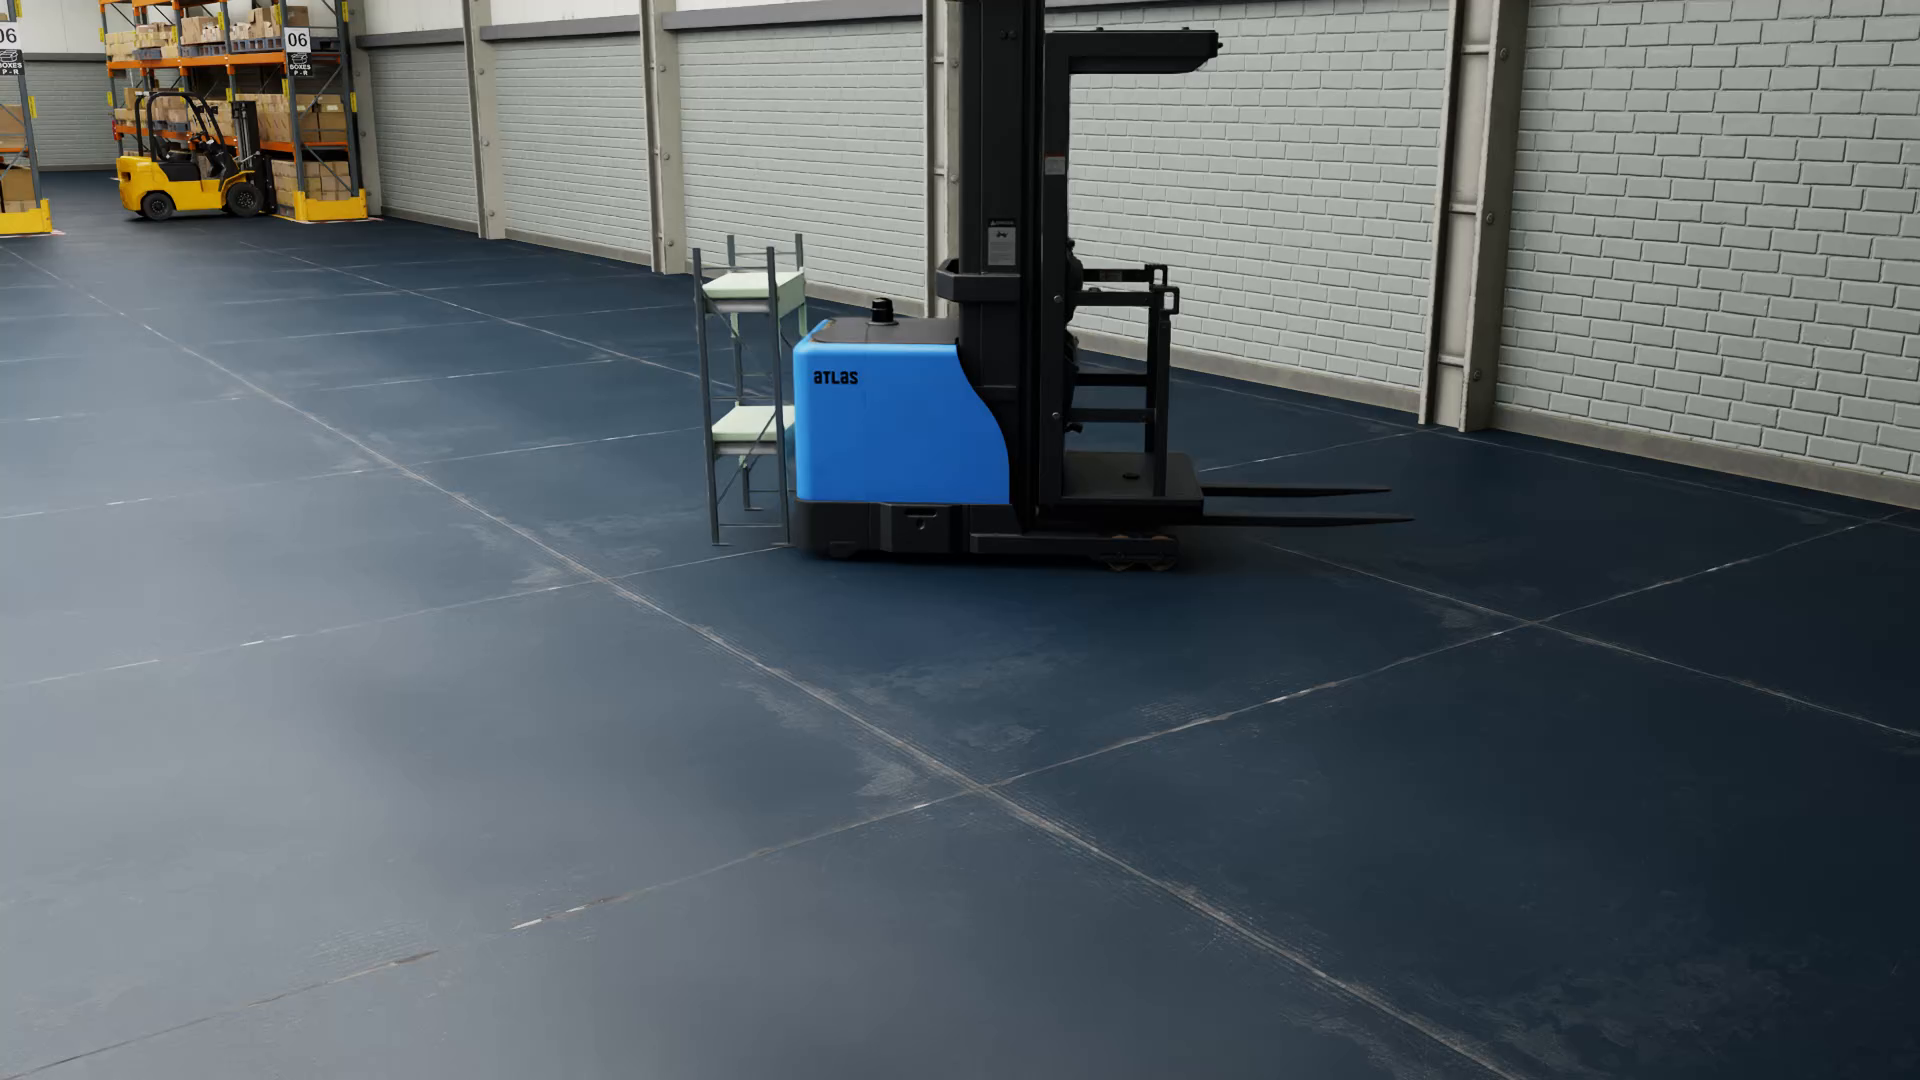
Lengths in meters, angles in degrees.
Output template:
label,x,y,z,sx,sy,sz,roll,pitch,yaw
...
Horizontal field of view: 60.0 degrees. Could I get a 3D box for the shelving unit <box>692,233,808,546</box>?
label,x,y,z,sx,sy,sz,roll,pitch,yaw
shelving unit,-1.048,-0.795,8.617,0.431,1.500,0.755,0,15,6

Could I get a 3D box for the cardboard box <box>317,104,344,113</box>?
label,x,y,z,sx,sy,sz,roll,pitch,yaw
cardboard box,-11.002,-7.551,29.064,0.380,0.149,0.250,-11,19,-36

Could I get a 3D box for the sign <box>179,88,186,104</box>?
label,x,y,z,sx,sy,sz,roll,pitch,yaw
sign,-16.149,-9.219,34.535,0.100,0.325,0.005,-11,19,-35

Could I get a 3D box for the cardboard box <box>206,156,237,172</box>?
label,x,y,z,sx,sy,sz,roll,pitch,yaw
cardboard box,-14.970,-7.569,34.251,0.875,0.625,0.625,-10,18,-33

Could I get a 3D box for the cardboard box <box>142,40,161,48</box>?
label,x,y,z,sx,sy,sz,roll,pitch,yaw
cardboard box,-17.782,-10.924,36.614,0.380,0.149,0.250,-11,19,-34

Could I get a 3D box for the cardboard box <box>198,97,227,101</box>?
label,x,y,z,sx,sy,sz,roll,pitch,yaw
cardboard box,-15.892,-9.170,35.414,0.500,0.500,0.500,-10,18,-32

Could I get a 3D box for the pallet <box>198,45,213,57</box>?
label,x,y,z,sx,sy,sz,roll,pitch,yaw
pallet,-14.585,-9.772,33.272,1.003,0.211,1.213,-10,18,-32

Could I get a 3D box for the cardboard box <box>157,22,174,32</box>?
label,x,y,z,sx,sy,sz,roll,pitch,yaw
cardboard box,-17.832,-11.504,37.388,0.396,0.266,0.258,-11,19,-35

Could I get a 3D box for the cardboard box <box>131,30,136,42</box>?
label,x,y,z,sx,sy,sz,roll,pitch,yaw
cardboard box,-18.559,-11.469,37.889,0.500,0.250,0.500,-11,19,-34

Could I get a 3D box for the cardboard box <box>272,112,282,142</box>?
label,x,y,z,sx,sy,sz,roll,pitch,yaw
cardboard box,-11.811,-7.302,29.383,0.500,0.500,0.500,-10,18,-33

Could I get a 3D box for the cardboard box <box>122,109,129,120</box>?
label,x,y,z,sx,sy,sz,roll,pitch,yaw
cardboard box,-19.774,-10.211,39.921,0.500,0.250,0.500,-11,19,-36

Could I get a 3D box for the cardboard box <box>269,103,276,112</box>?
label,x,y,z,sx,sy,sz,roll,pitch,yaw
cardboard box,-12.052,-7.688,29.565,0.380,0.149,0.250,-12,19,-36

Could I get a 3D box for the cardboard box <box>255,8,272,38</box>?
label,x,y,z,sx,sy,sz,roll,pitch,yaw
cardboard box,-11.991,-9.114,29.336,0.700,0.500,0.500,-11,19,-34

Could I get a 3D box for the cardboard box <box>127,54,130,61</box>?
label,x,y,z,sx,sy,sz,roll,pitch,yaw
cardboard box,-19.238,-11.275,38.883,0.380,0.149,0.250,-11,19,-34

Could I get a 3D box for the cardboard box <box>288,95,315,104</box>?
label,x,y,z,sx,sy,sz,roll,pitch,yaw
cardboard box,-11.393,-7.625,28.773,0.380,0.149,0.250,-11,19,-34

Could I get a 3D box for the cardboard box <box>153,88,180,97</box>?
label,x,y,z,sx,sy,sz,roll,pitch,yaw
cardboard box,-18.728,-10.432,39.308,0.500,0.500,0.500,-11,19,-36

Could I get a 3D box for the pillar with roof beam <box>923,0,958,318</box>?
label,x,y,z,sx,sy,sz,roll,pitch,yaw
pillar with roof beam,-3.591,-5.747,12.529,9.100,9.000,0.400,-11,19,-35

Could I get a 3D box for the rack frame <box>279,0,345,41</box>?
label,x,y,z,sx,sy,sz,roll,pitch,yaw
rack frame,-11.012,-9.971,27.959,1.000,3.000,0.127,-11,19,-35

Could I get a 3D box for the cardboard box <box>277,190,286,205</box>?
label,x,y,z,sx,sy,sz,roll,pitch,yaw
cardboard box,-11.829,-6.112,29.640,0.500,0.250,0.500,-11,19,-35

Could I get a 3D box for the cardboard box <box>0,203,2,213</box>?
label,x,y,z,sx,sy,sz,roll,pitch,yaw
cardboard box,-15.732,-5.318,26.738,0.500,0.250,0.500,-11,19,-35

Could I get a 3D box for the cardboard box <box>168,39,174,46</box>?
label,x,y,z,sx,sy,sz,roll,pitch,yaw
cardboard box,-16.571,-10.555,35.306,0.380,0.149,0.250,-11,19,-35

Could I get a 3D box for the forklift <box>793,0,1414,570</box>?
label,x,y,z,sx,sy,sz,roll,pitch,yaw
forklift,0.724,-1.413,8.185,3.031,2.935,1.130,1,15,4

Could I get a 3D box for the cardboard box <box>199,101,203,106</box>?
label,x,y,z,sx,sy,sz,roll,pitch,yaw
cardboard box,-15.273,-8.871,33.888,0.380,0.149,0.250,-11,19,-34

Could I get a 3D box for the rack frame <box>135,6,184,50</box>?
label,x,y,z,sx,sy,sz,roll,pitch,yaw
rack frame,-18.068,-12.533,37.321,1.000,3.000,0.127,-11,19,-35

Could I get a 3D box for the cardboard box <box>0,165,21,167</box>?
label,x,y,z,sx,sy,sz,roll,pitch,yaw
cardboard box,-15.889,-5.983,27.748,0.500,0.500,0.500,-10,18,-33

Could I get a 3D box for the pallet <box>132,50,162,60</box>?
label,x,y,z,sx,sy,sz,roll,pitch,yaw
pallet,-17.741,-10.845,37.194,1.213,0.211,1.003,-11,19,-35

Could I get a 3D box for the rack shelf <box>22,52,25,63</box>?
label,x,y,z,sx,sy,sz,roll,pitch,yaw
rack shelf,-16.201,-7.833,27.193,1.077,0.370,4.000,-11,19,-35

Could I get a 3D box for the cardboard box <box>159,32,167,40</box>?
label,x,y,z,sx,sy,sz,roll,pitch,yaw
cardboard box,-16.920,-10.800,35.637,0.380,0.149,0.250,-11,19,-34

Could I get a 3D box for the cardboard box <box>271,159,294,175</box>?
label,x,y,z,sx,sy,sz,roll,pitch,yaw
cardboard box,-12.145,-6.700,29.892,0.500,0.250,0.500,-11,19,-34

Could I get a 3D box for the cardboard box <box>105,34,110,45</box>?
label,x,y,z,sx,sy,sz,roll,pitch,yaw
cardboard box,-20.362,-12.119,40.264,0.500,0.250,0.500,-11,19,-35

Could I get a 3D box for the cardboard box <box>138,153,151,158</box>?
label,x,y,z,sx,sy,sz,roll,pitch,yaw
cardboard box,-19.055,-8.935,39.479,0.700,0.500,0.500,-12,19,-37

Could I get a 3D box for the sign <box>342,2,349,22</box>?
label,x,y,z,sx,sy,sz,roll,pitch,yaw
sign,-10.560,-9.068,28.539,0.100,0.325,0.005,-11,19,-35

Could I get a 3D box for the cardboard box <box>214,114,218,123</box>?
label,x,y,z,sx,sy,sz,roll,pitch,yaw
cardboard box,-14.464,-8.384,32.863,0.500,0.250,0.500,-10,18,-33

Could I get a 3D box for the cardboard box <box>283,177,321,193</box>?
label,x,y,z,sx,sy,sz,roll,pitch,yaw
cardboard box,-11.551,-6.250,29.195,0.500,0.250,0.500,-11,19,-35

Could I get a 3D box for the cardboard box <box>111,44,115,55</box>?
label,x,y,z,sx,sy,sz,roll,pitch,yaw
cardboard box,-20.064,-11.769,39.933,0.500,0.250,0.500,-10,18,-33

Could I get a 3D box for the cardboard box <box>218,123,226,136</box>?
label,x,y,z,sx,sy,sz,roll,pitch,yaw
cardboard box,-14.172,-8.032,32.526,0.500,0.250,0.500,-11,19,-35

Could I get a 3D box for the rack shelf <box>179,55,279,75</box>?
label,x,y,z,sx,sy,sz,roll,pitch,yaw
rack shelf,-14.540,-9.458,33.131,1.077,0.370,4.000,-11,19,-35

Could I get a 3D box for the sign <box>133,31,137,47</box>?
label,x,y,z,sx,sy,sz,roll,pitch,yaw
sign,-18.502,-11.250,37.336,0.100,0.325,0.005,-11,19,-35

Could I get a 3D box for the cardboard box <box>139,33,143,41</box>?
label,x,y,z,sx,sy,sz,roll,pitch,yaw
cardboard box,-17.918,-11.121,36.771,0.380,0.149,0.250,-11,19,-36

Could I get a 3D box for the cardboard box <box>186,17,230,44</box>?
label,x,y,z,sx,sy,sz,roll,pitch,yaw
cardboard box,-15.110,-10.246,33.475,0.700,0.500,0.500,-11,19,-36

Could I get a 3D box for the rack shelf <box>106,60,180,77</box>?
label,x,y,z,sx,sy,sz,roll,pitch,yaw
rack shelf,-19.244,-11.166,39.373,1.077,0.370,4.000,-11,19,-35

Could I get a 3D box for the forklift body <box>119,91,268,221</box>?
label,x,y,z,sx,sy,sz,roll,pitch,yaw
forklift body,-13.603,-6.789,29.308,2.313,2.155,1.214,-11,19,-35

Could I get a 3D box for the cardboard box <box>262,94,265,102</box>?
label,x,y,z,sx,sy,sz,roll,pitch,yaw
cardboard box,-12.434,-8.008,30.172,0.380,0.149,0.250,-11,19,-34

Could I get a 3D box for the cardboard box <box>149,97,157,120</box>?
label,x,y,z,sx,sy,sz,roll,pitch,yaw
cardboard box,-17.660,-9.642,37.137,0.700,0.500,0.500,-11,19,-34
